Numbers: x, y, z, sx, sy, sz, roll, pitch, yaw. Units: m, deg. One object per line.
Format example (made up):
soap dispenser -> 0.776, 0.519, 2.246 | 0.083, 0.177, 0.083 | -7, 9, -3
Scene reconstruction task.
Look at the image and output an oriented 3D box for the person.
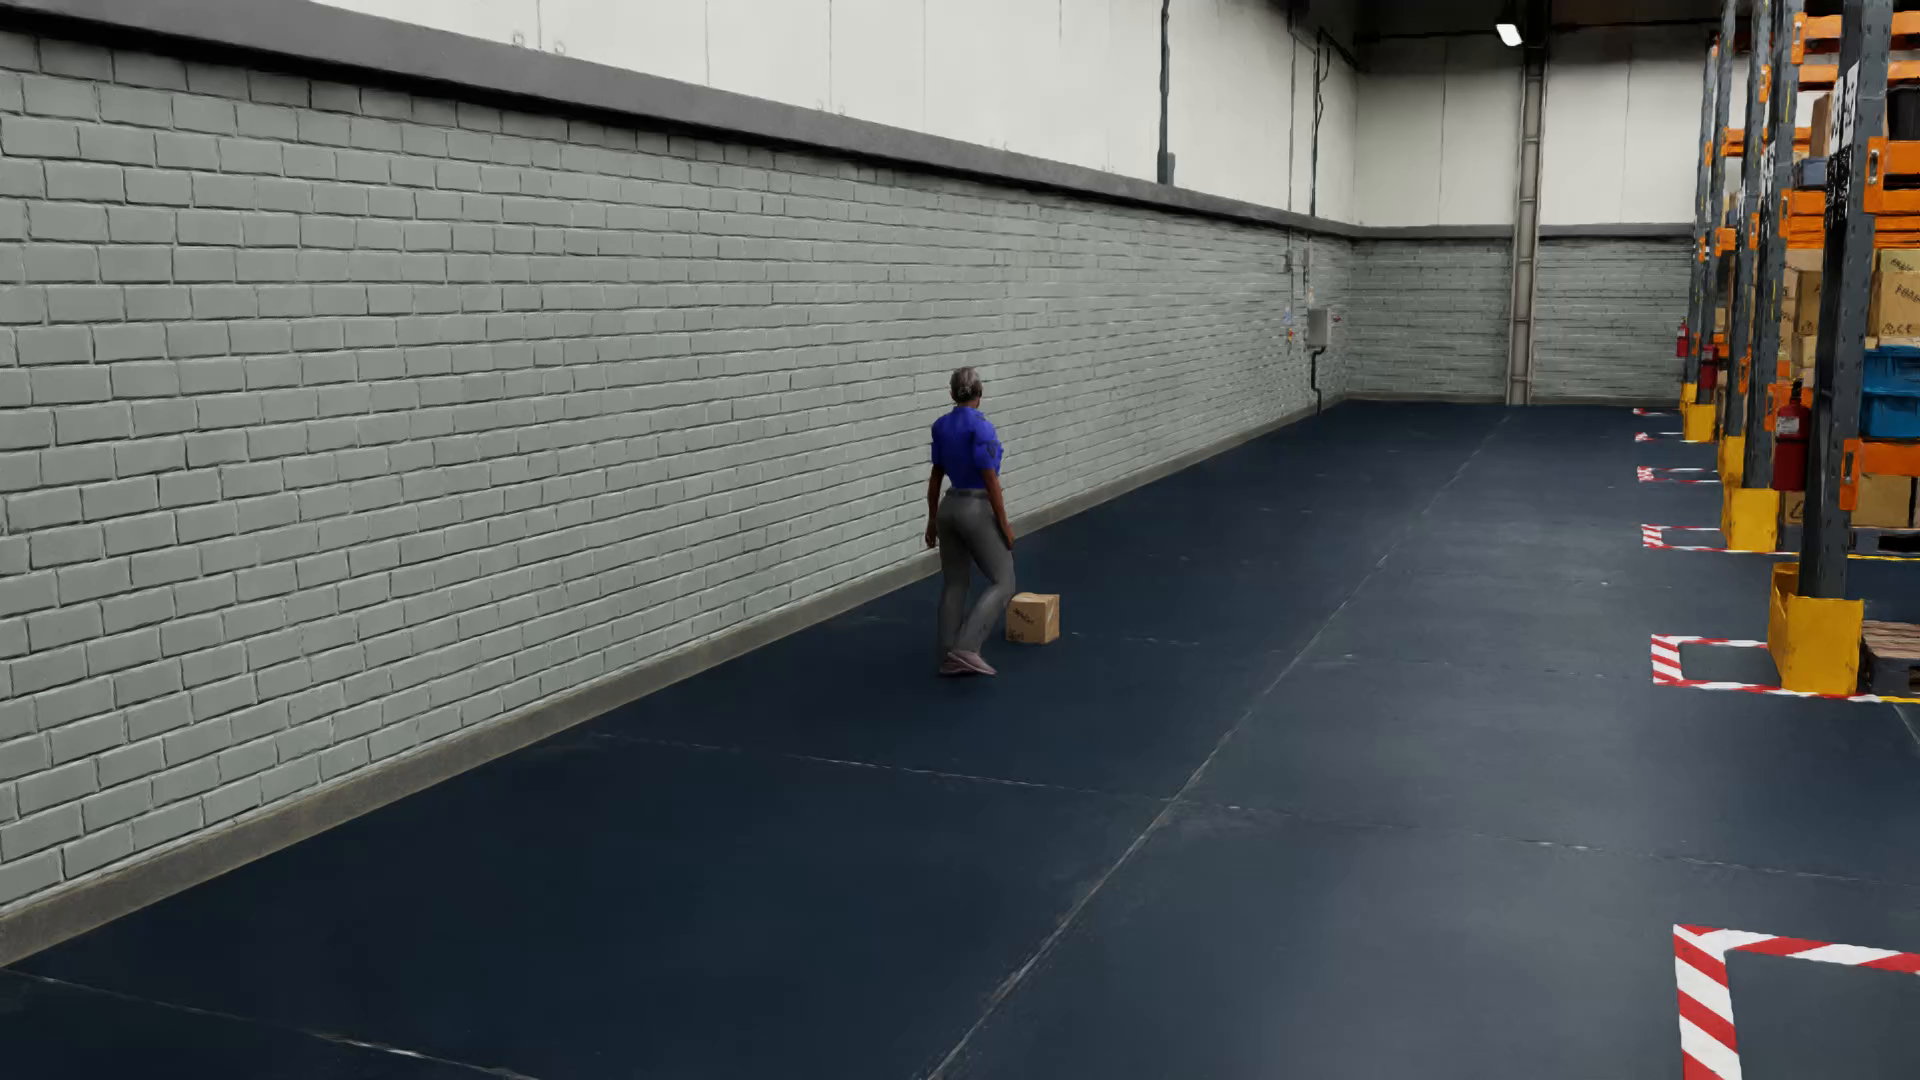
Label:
person -> 0.044, -0.083, 8.838 | 0.433, 1.638, 0.637 | -7, 11, -40
